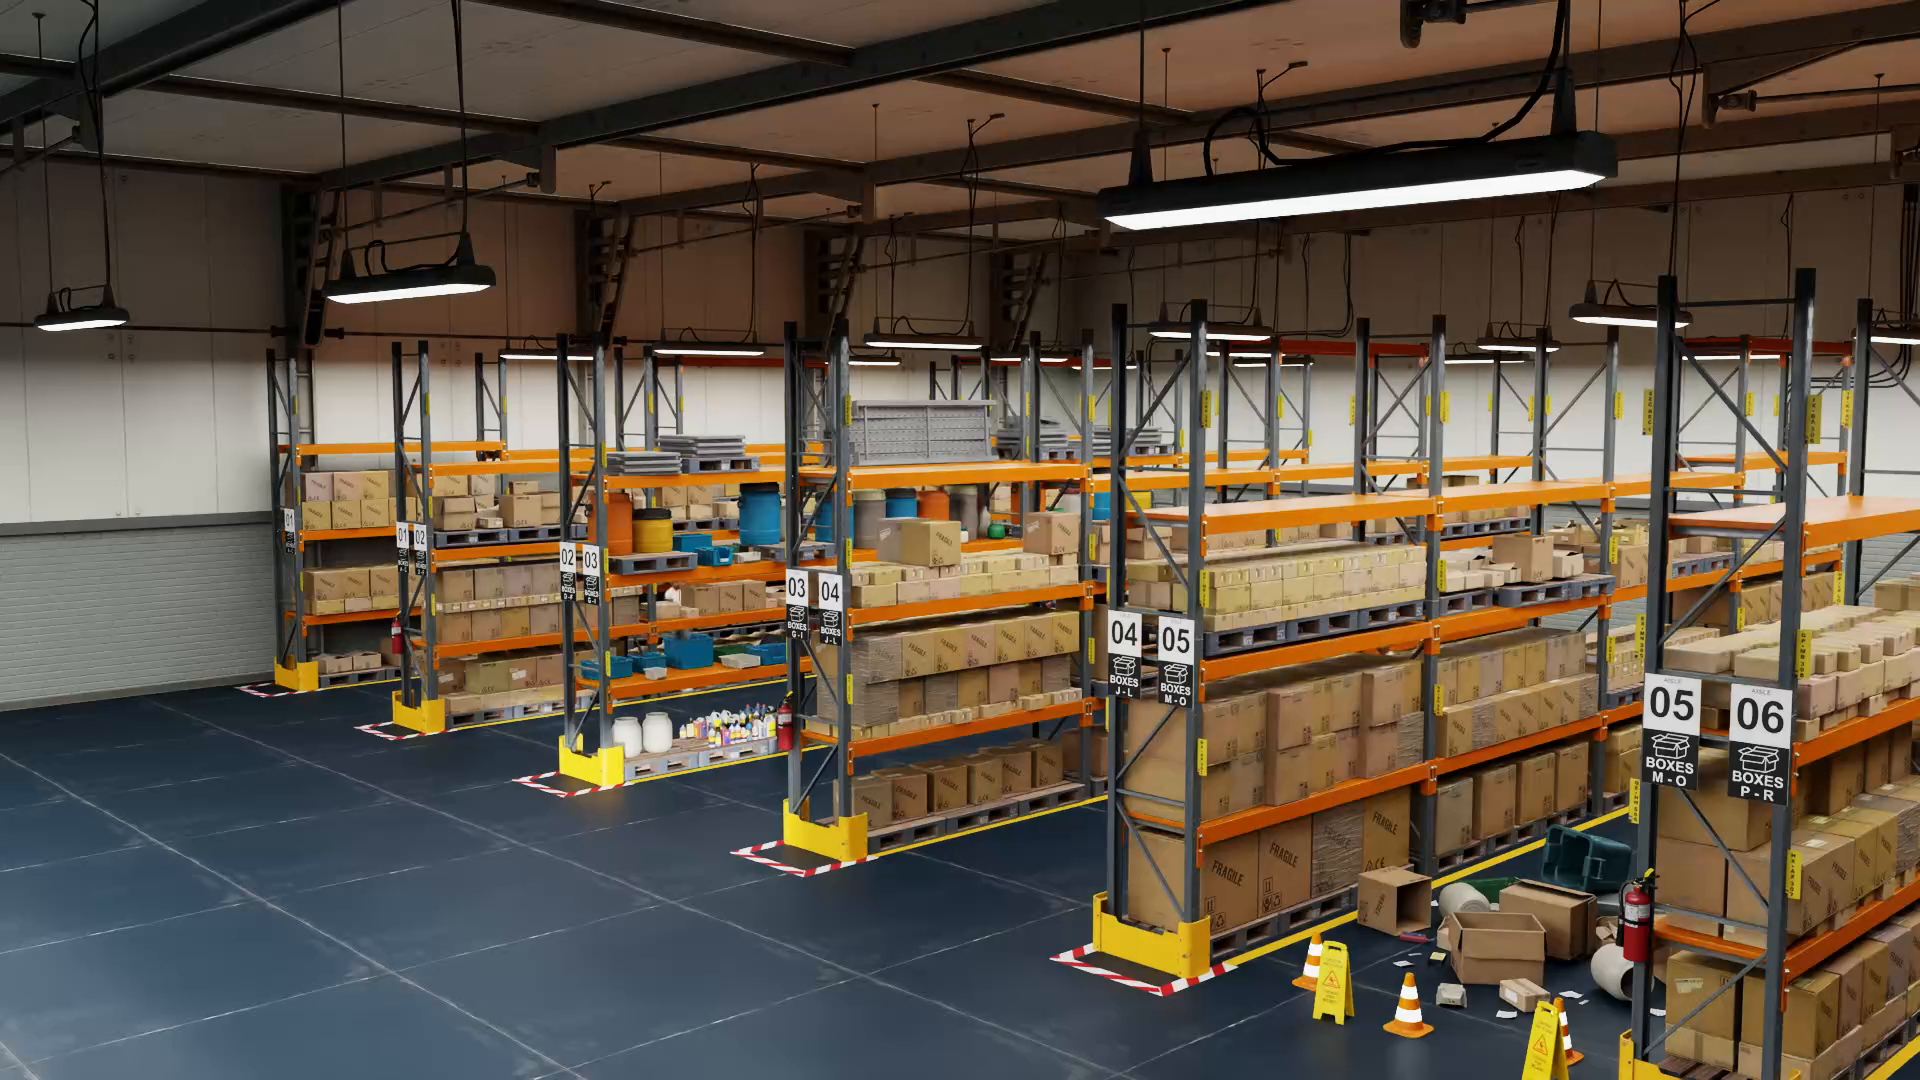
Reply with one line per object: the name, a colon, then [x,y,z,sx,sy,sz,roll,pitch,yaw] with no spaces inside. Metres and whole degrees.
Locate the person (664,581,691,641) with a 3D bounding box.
person: [-5.508,1.544,32.593,0.574,1.701,0.395,-1,5,-11]

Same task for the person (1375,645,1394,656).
person: [6.177,2.226,24.143,0.992,1.748,0.510,-5,7,-44]
